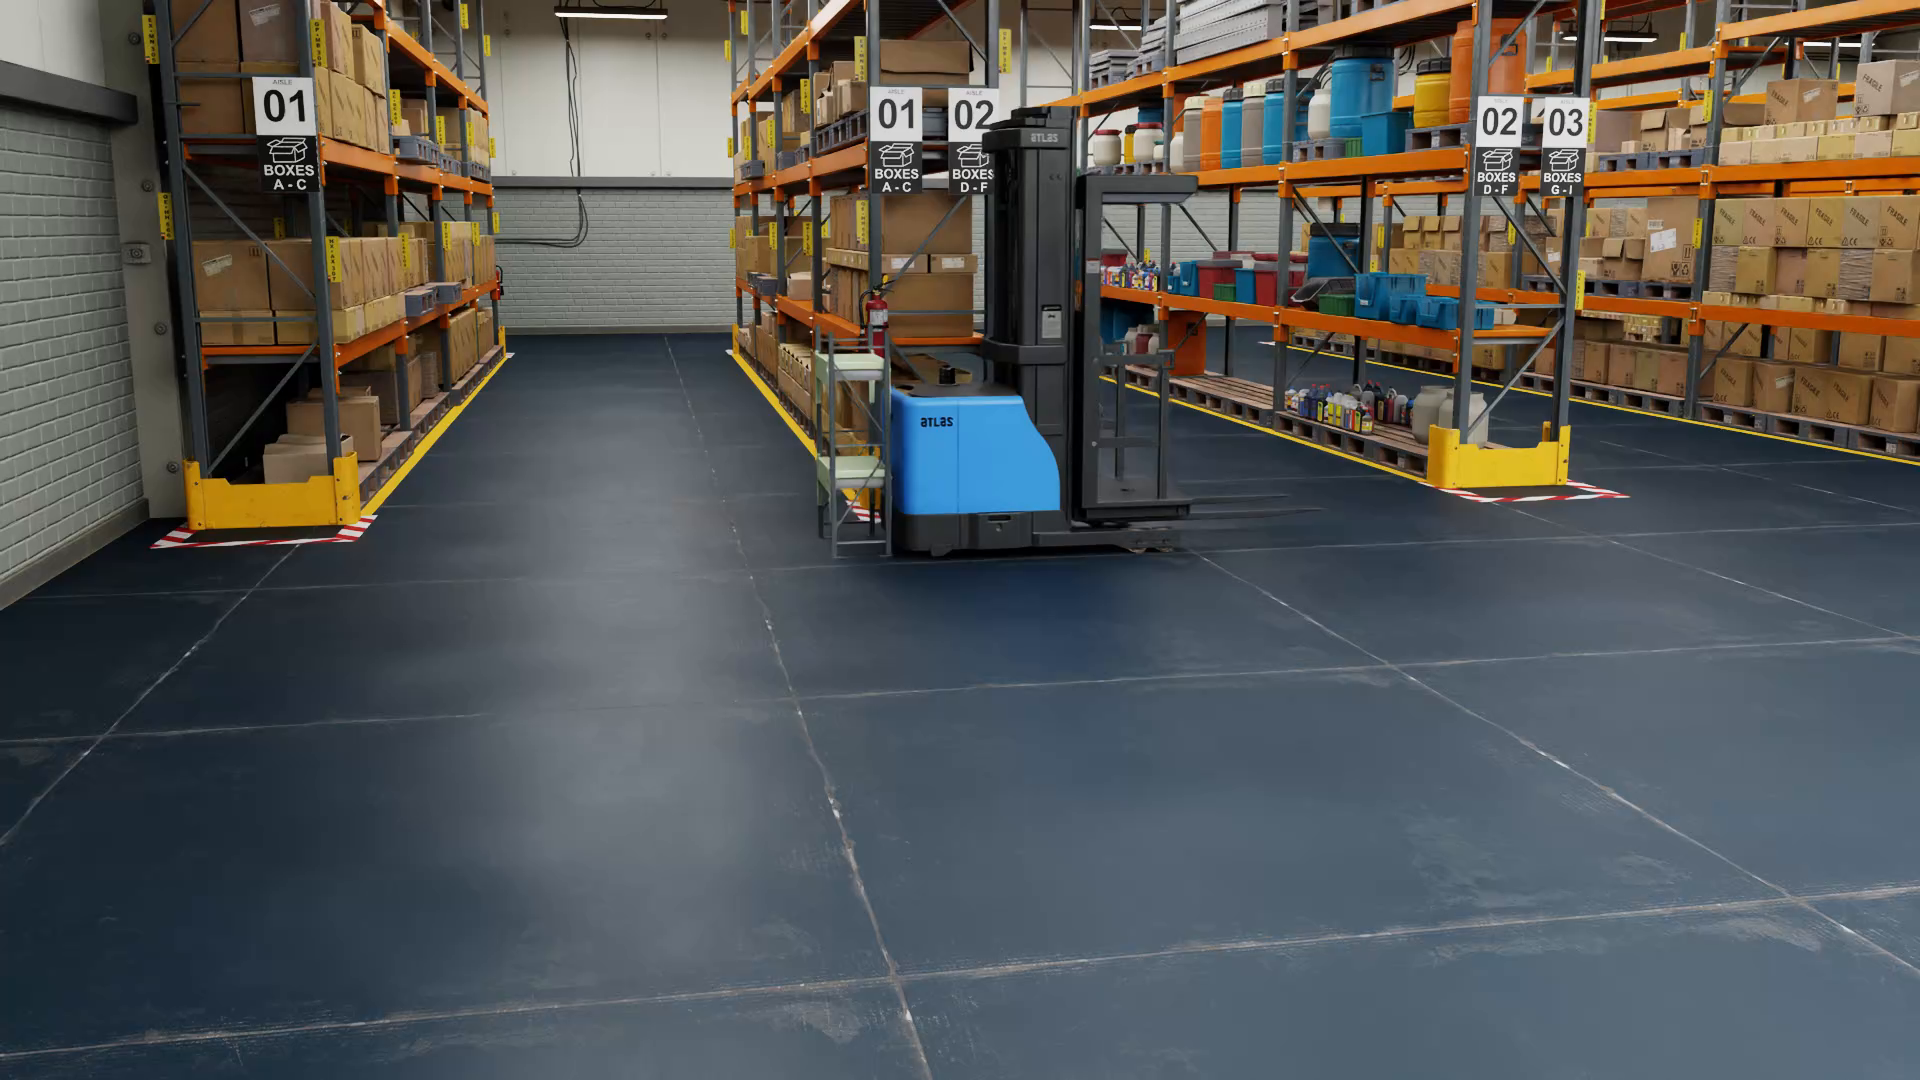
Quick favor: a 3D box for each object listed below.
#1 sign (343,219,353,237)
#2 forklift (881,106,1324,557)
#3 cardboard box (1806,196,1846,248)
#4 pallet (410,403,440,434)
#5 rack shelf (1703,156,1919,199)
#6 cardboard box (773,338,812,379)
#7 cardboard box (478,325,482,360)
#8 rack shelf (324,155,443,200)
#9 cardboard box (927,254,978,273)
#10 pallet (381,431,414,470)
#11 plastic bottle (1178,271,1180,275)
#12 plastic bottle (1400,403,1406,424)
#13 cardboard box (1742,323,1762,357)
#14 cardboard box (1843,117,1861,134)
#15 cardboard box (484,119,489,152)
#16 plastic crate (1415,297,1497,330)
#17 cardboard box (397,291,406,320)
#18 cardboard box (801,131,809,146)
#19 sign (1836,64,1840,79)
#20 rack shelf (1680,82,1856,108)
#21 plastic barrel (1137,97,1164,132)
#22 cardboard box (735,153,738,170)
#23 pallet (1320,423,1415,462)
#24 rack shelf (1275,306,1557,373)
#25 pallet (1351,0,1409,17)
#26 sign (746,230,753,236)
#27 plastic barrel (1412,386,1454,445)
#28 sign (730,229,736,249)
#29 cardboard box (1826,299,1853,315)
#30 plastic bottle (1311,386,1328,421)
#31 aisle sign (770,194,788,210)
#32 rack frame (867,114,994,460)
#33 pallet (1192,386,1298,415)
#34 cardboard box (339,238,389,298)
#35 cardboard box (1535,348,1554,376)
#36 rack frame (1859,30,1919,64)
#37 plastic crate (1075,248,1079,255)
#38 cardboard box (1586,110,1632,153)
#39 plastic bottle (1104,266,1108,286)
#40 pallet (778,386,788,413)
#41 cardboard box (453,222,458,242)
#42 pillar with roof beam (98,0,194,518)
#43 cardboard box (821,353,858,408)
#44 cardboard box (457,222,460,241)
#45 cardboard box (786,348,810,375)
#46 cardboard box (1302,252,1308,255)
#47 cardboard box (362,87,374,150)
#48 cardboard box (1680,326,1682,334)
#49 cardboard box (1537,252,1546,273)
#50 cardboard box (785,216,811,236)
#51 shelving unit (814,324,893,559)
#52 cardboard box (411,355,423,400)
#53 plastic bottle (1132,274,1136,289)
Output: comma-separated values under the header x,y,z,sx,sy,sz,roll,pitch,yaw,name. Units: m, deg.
x,y,z,sx,sy,sz,roll,pitch,yaw,name
-7.164,-3.599,19.488,0.100,0.325,0.005,-2,11,-11,sign
1.007,-1.445,11.450,3.031,2.935,1.130,-2,11,-11,forklift
8.876,-3.178,16.634,0.500,0.500,0.500,-2,11,-11,cardboard box
-6.236,-1.315,18.040,1.003,0.211,1.213,-2,11,-11,pallet
9.123,-3.611,16.550,1.077,0.370,4.000,-2,11,-11,rack shelf
-2.174,-2.383,21.705,0.500,0.500,0.500,-2,11,-9,cardboard box
-7.443,-2.904,24.495,0.700,0.500,0.500,-2,11,-10,cardboard box
-6.231,-3.805,17.565,1.077,0.370,4.000,-2,11,-11,rack shelf
-0.071,-2.212,13.296,0.380,0.149,0.250,-2,11,-11,cardboard box
-5.677,-0.826,15.472,1.003,0.211,1.213,-2,11,-11,pallet
3.110,-3.674,23.319,0.097,0.271,0.097,0,11,0,plastic bottle
4.461,-1.267,16.637,0.097,0.201,0.097,0,11,0,plastic bottle
12.241,-3.035,25.181,0.500,0.500,0.500,-3,11,-14,cardboard box
8.898,-4.051,16.268,0.380,0.149,0.250,-3,11,-14,cardboard box
-7.766,-6.418,26.376,0.500,0.500,0.500,-2,11,-11,cardboard box
4.263,-1.952,14.329,0.499,0.251,0.616,-2,11,-11,plastic crate
-5.453,-2.178,15.465,0.500,0.250,0.500,-2,11,-11,cardboard box
-1.618,-4.757,19.924,0.500,0.250,0.500,-3,11,-15,cardboard box
16.656,-8.881,31.581,0.100,0.325,0.005,-2,11,-11,sign
12.452,-6.518,24.866,1.077,0.370,4.000,-2,11,-11,rack shelf
2.802,-5.764,23.471,0.600,0.901,0.708,-2,11,-11,plastic barrel
-3.383,-6.149,27.023,0.500,0.250,0.500,-2,11,-11,cardboard box
4.206,-0.959,16.172,1.003,0.211,1.213,-2,11,-11,pallet
4.265,-1.958,15.884,1.077,0.370,4.000,-2,11,-11,rack shelf
4.304,-4.961,15.271,1.003,0.211,1.213,-2,11,-11,pallet
-3.070,-4.370,24.318,0.100,0.325,0.005,-2,11,-11,sign
4.353,-1.138,15.186,0.421,0.512,0.421,0,11,0,plastic barrel
-3.850,-5.105,28.180,0.100,0.325,0.005,-2,11,-11,sign
8.859,-2.317,16.520,0.380,0.149,0.250,-2,11,-11,cardboard box
3.662,-1.395,16.912,0.144,0.351,0.185,-3,11,-13,plastic bottle
-3.030,-6.000,28.246,0.394,0.787,0.004,-2,11,-11,aisle sign
-0.206,-1.765,12.947,1.000,3.000,0.127,-2,11,-11,rack frame
3.444,-1.675,19.932,1.003,0.211,1.213,-2,11,-11,pallet
-5.257,-2.363,14.430,0.500,0.500,0.500,-2,11,-13,cardboard box
8.106,-2.458,22.096,0.700,0.500,0.500,-3,11,-14,cardboard box
12.841,-6.701,22.834,1.000,3.000,0.127,-2,11,-11,rack frame
1.790,-4.871,29.011,0.616,0.435,0.499,-2,11,-11,plastic crate
7.995,-5.079,20.733,0.500,0.500,0.500,-2,11,-13,cardboard box
2.145,-3.842,24.173,0.061,0.283,0.133,-2,11,-11,plastic bottle
-1.640,-1.710,20.116,1.003,0.211,1.213,-2,11,-11,pallet
-6.662,-3.908,21.082,0.500,0.250,0.500,-2,11,-11,cardboard box
-1.826,-4.785,12.768,9.100,9.000,0.400,-2,11,-11,pillar with roof beam
-1.096,-1.535,15.962,0.500,0.500,0.500,-2,11,-11,cardboard box
-6.767,-4.001,21.573,0.500,0.250,0.500,-2,11,-12,cardboard box
-1.740,-2.067,19.264,0.500,0.311,0.500,-2,11,-13,cardboard box
6.336,-4.938,29.226,0.500,0.250,0.500,-2,11,-12,cardboard box
-5.271,-3.573,14.104,0.500,0.500,0.500,-3,11,-13,cardboard box
12.307,-3.517,27.859,0.380,0.149,0.250,-2,11,-8,cardboard box
8.129,-3.740,23.056,0.500,0.500,0.500,-2,11,-9,cardboard box
-2.355,-4.603,24.915,0.500,0.500,0.500,-2,11,-10,cardboard box
-0.730,-0.687,11.295,0.431,1.500,0.755,-2,11,-11,shelving unit
-6.443,-1.811,18.696,0.700,0.500,0.500,-2,11,-11,cardboard box
2.419,-3.562,22.919,0.097,0.201,0.097,0,11,0,plastic bottle
